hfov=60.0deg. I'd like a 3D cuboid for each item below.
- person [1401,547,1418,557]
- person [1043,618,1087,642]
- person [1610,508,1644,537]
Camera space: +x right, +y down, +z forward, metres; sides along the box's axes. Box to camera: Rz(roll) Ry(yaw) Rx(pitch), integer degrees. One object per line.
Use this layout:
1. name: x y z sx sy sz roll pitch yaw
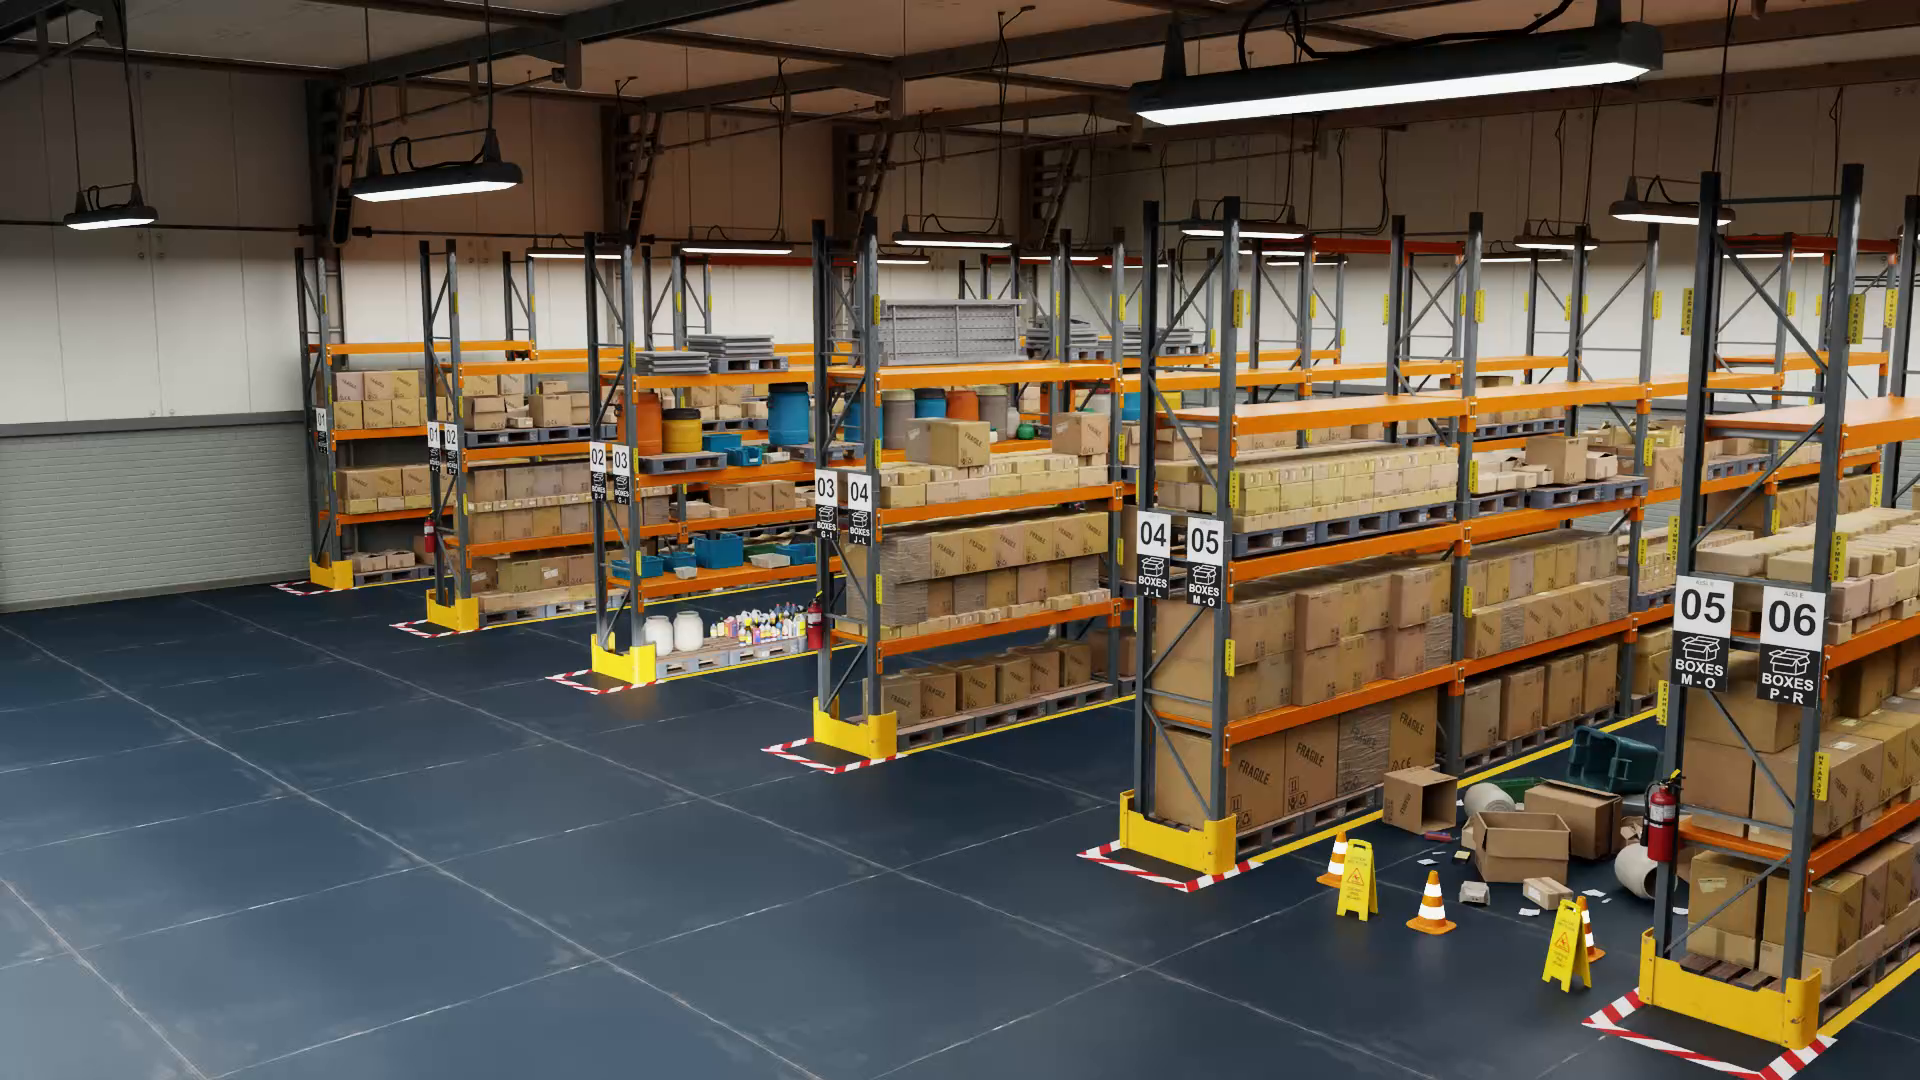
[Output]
1. person: 6.452 0.851 23.935 0.765 1.736 0.582 -6 10 -37
2. person: 1.478 0.552 23.635 0.845 1.788 0.655 -7 11 -41
3. person: 11.507 0.185 28.714 0.556 1.623 0.819 2 9 16
